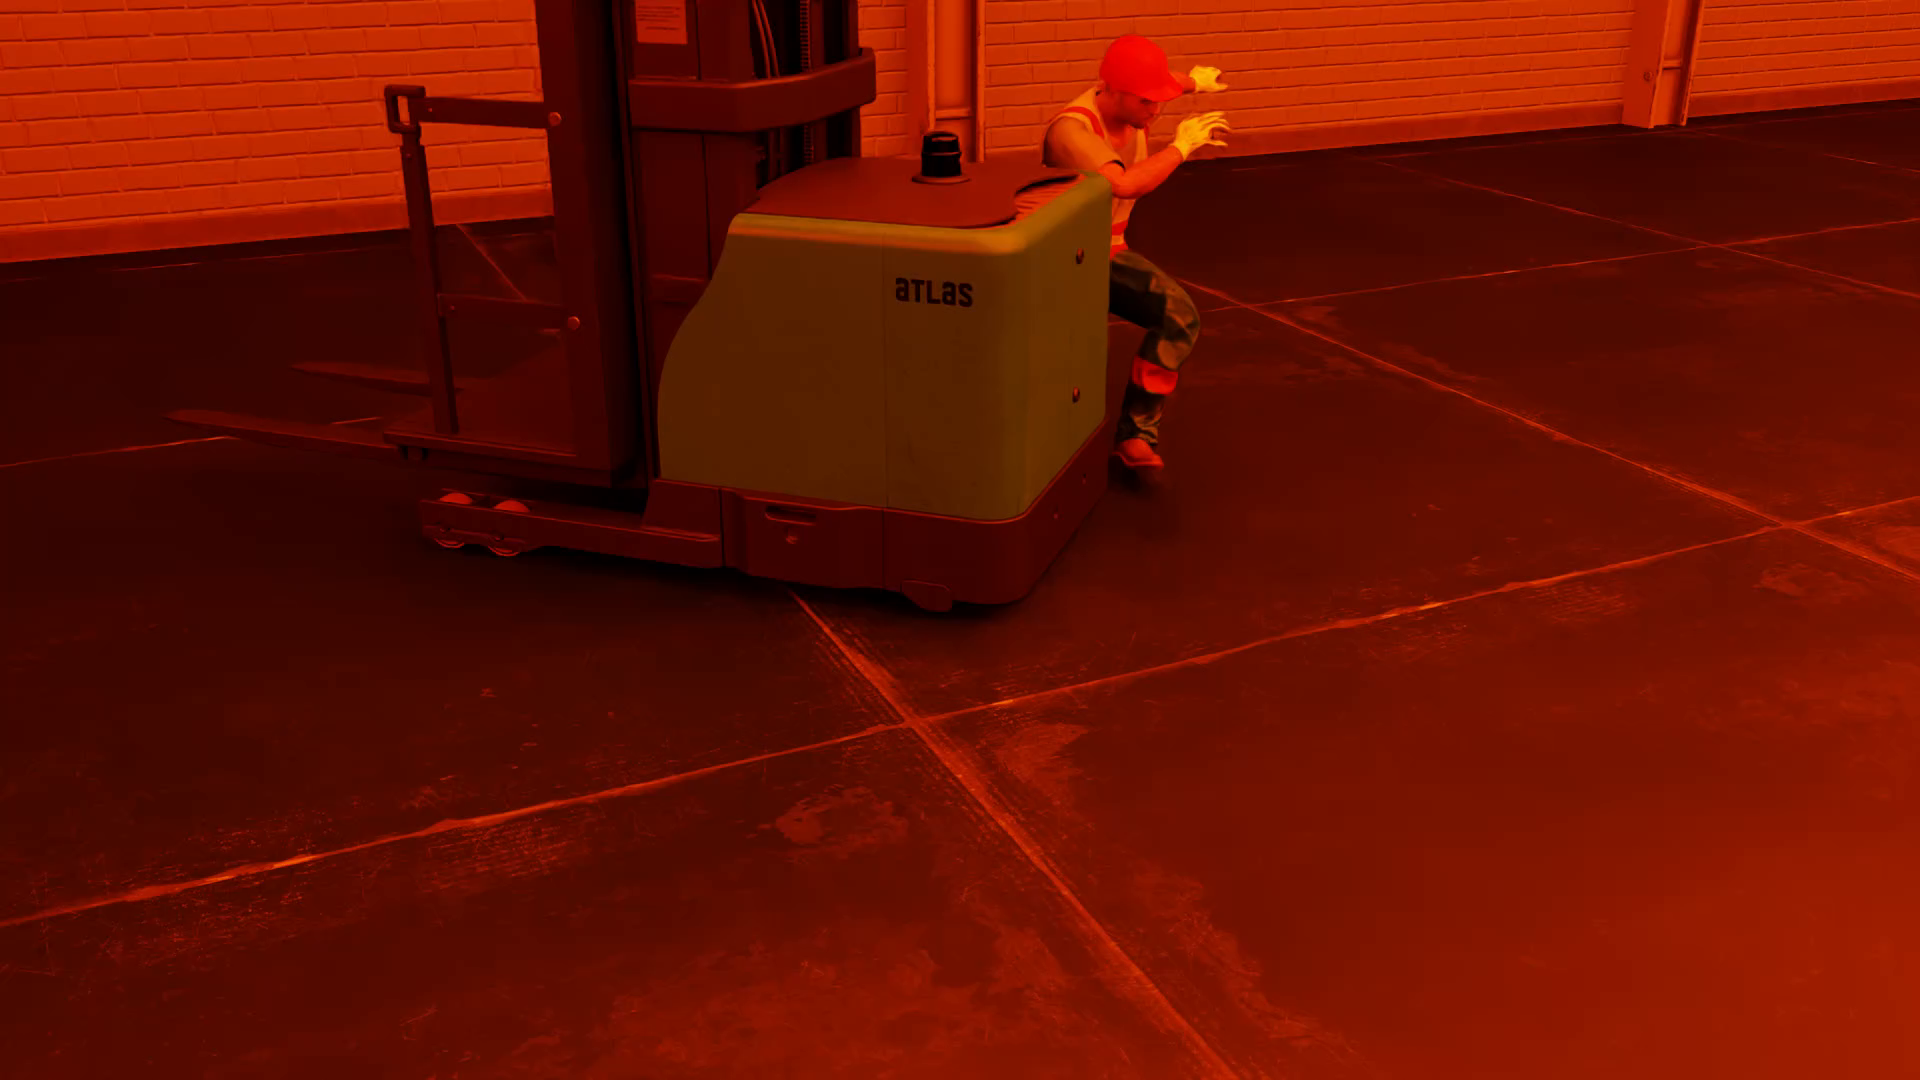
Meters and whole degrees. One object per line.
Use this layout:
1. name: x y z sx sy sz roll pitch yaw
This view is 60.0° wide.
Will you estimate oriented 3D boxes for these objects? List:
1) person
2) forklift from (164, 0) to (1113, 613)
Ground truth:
1. person: 0.633 -0.988 5.651 1.408 1.440 0.736 -20 30 -40
2. forklift: -1.105 -1.484 4.858 3.031 2.935 1.130 8 24 18
